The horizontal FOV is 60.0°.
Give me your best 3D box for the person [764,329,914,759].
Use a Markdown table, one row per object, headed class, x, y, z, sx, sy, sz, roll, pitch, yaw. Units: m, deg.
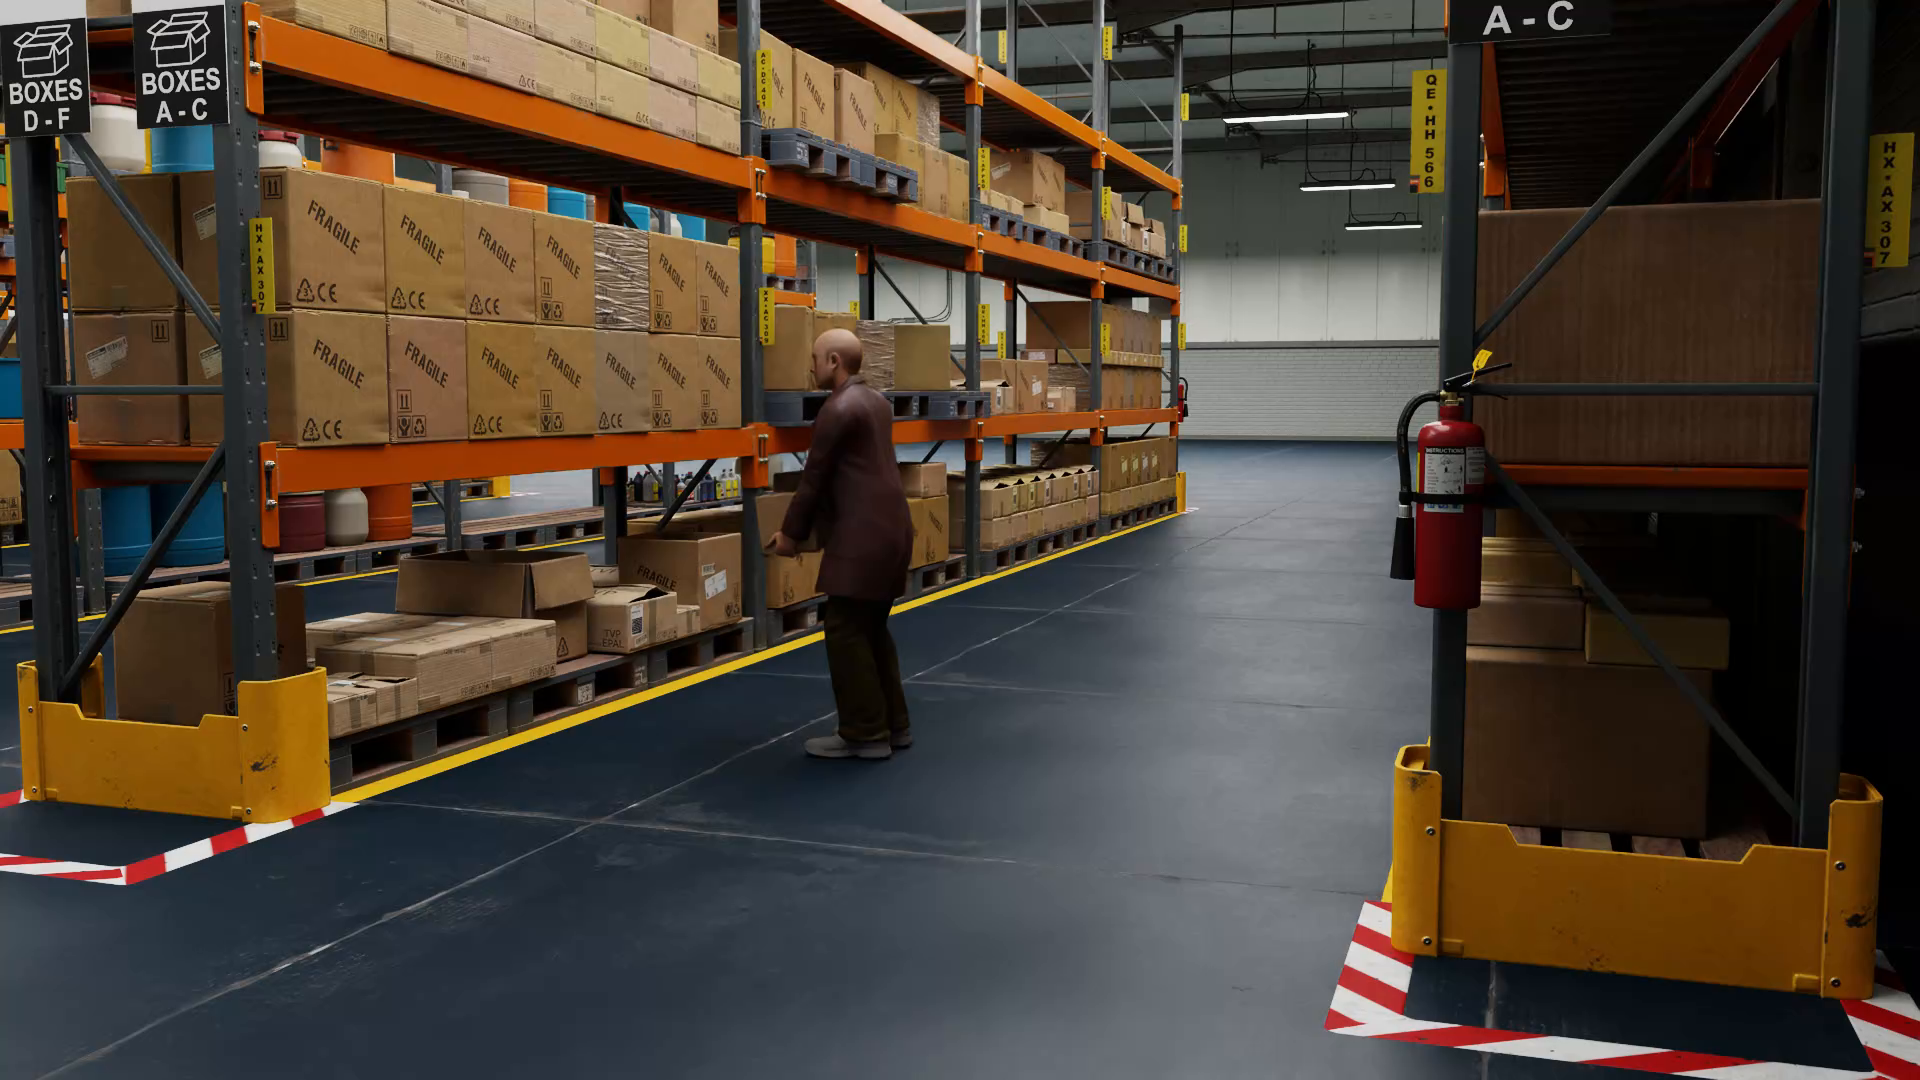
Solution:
| class | x | y | z | sx | sy | sz | roll | pitch | yaw |
| --- | --- | --- | --- | --- | --- | --- | --- | --- | --- |
| person | -0.494 | 0.020 | 6.944 | 0.584 | 1.743 | 0.533 | 2 | 5 | 18 |
